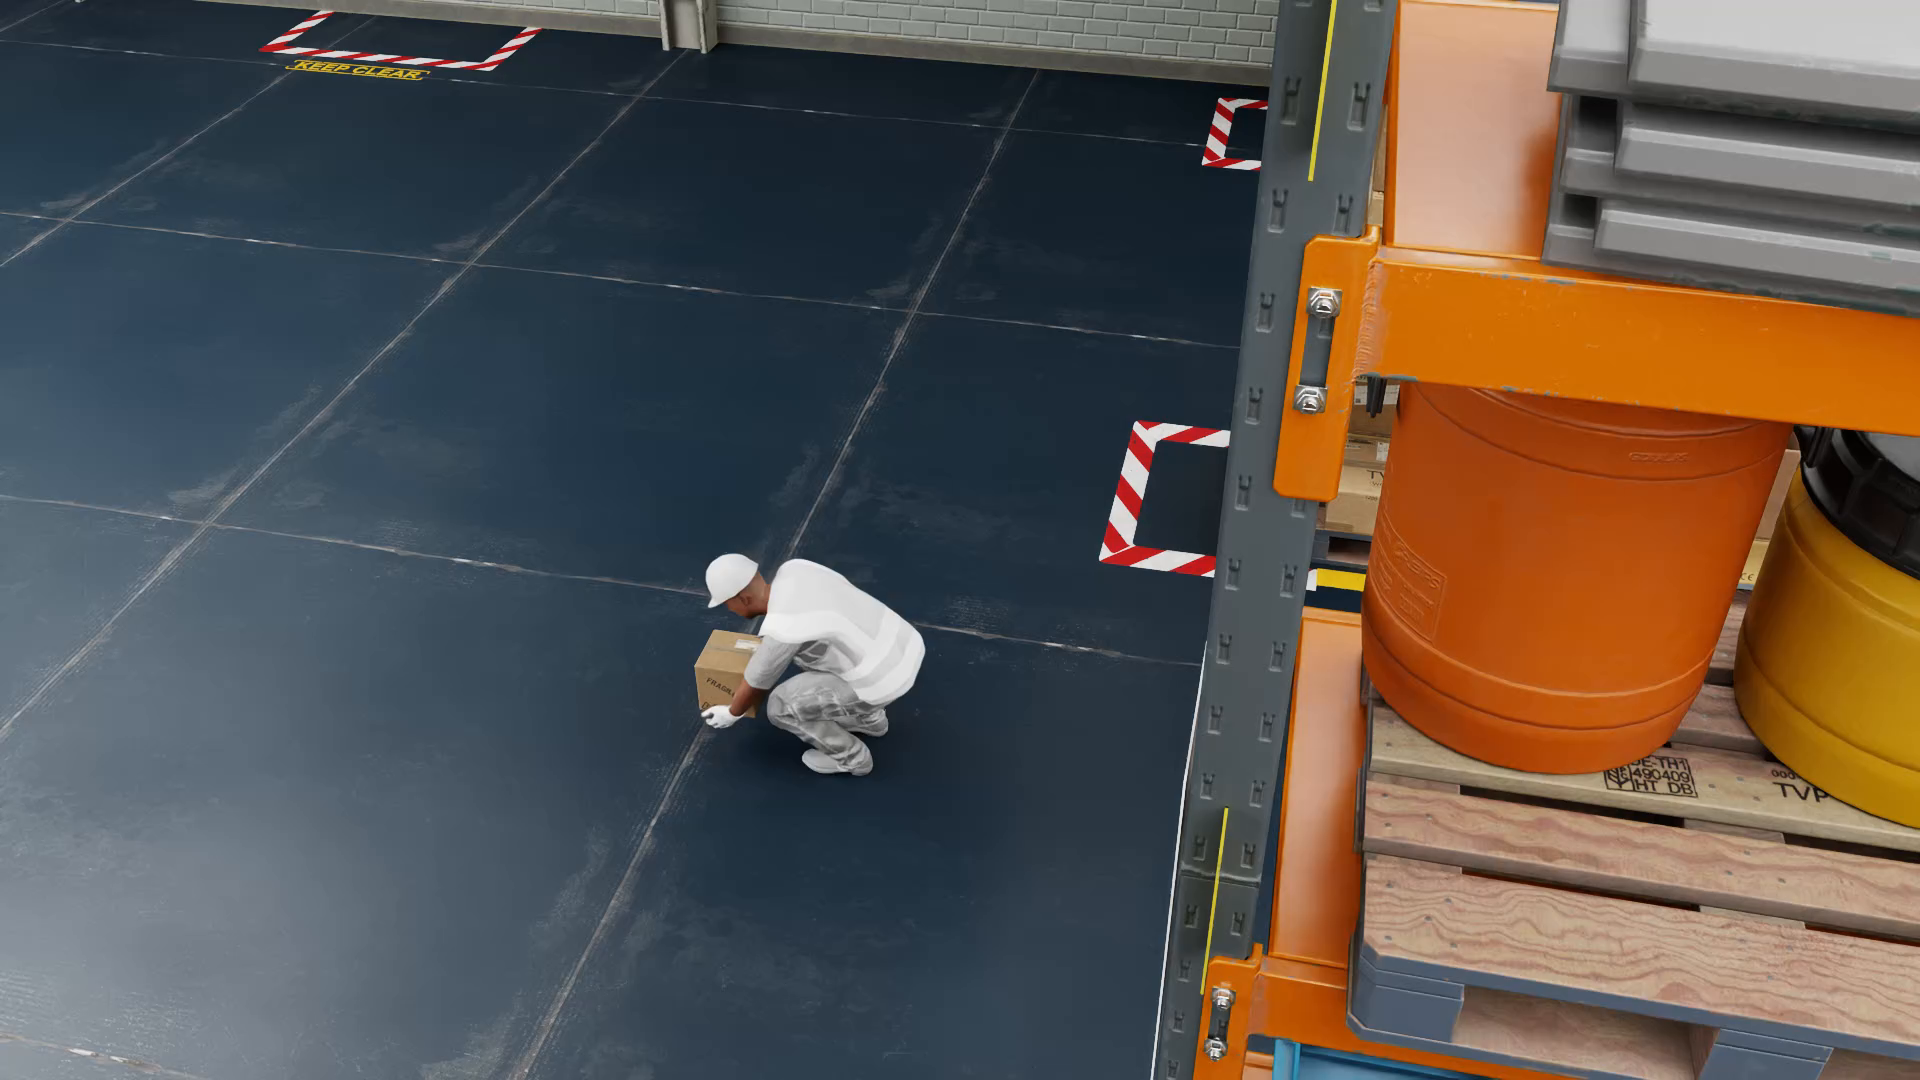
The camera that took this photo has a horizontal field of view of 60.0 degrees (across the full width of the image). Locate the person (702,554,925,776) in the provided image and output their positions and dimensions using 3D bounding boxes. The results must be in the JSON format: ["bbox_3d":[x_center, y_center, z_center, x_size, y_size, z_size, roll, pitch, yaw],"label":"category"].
[{"bbox_3d":[-0.622,0.495,6.938,0.918,1.005,0.578,8,37,11],"label":"person"}]
